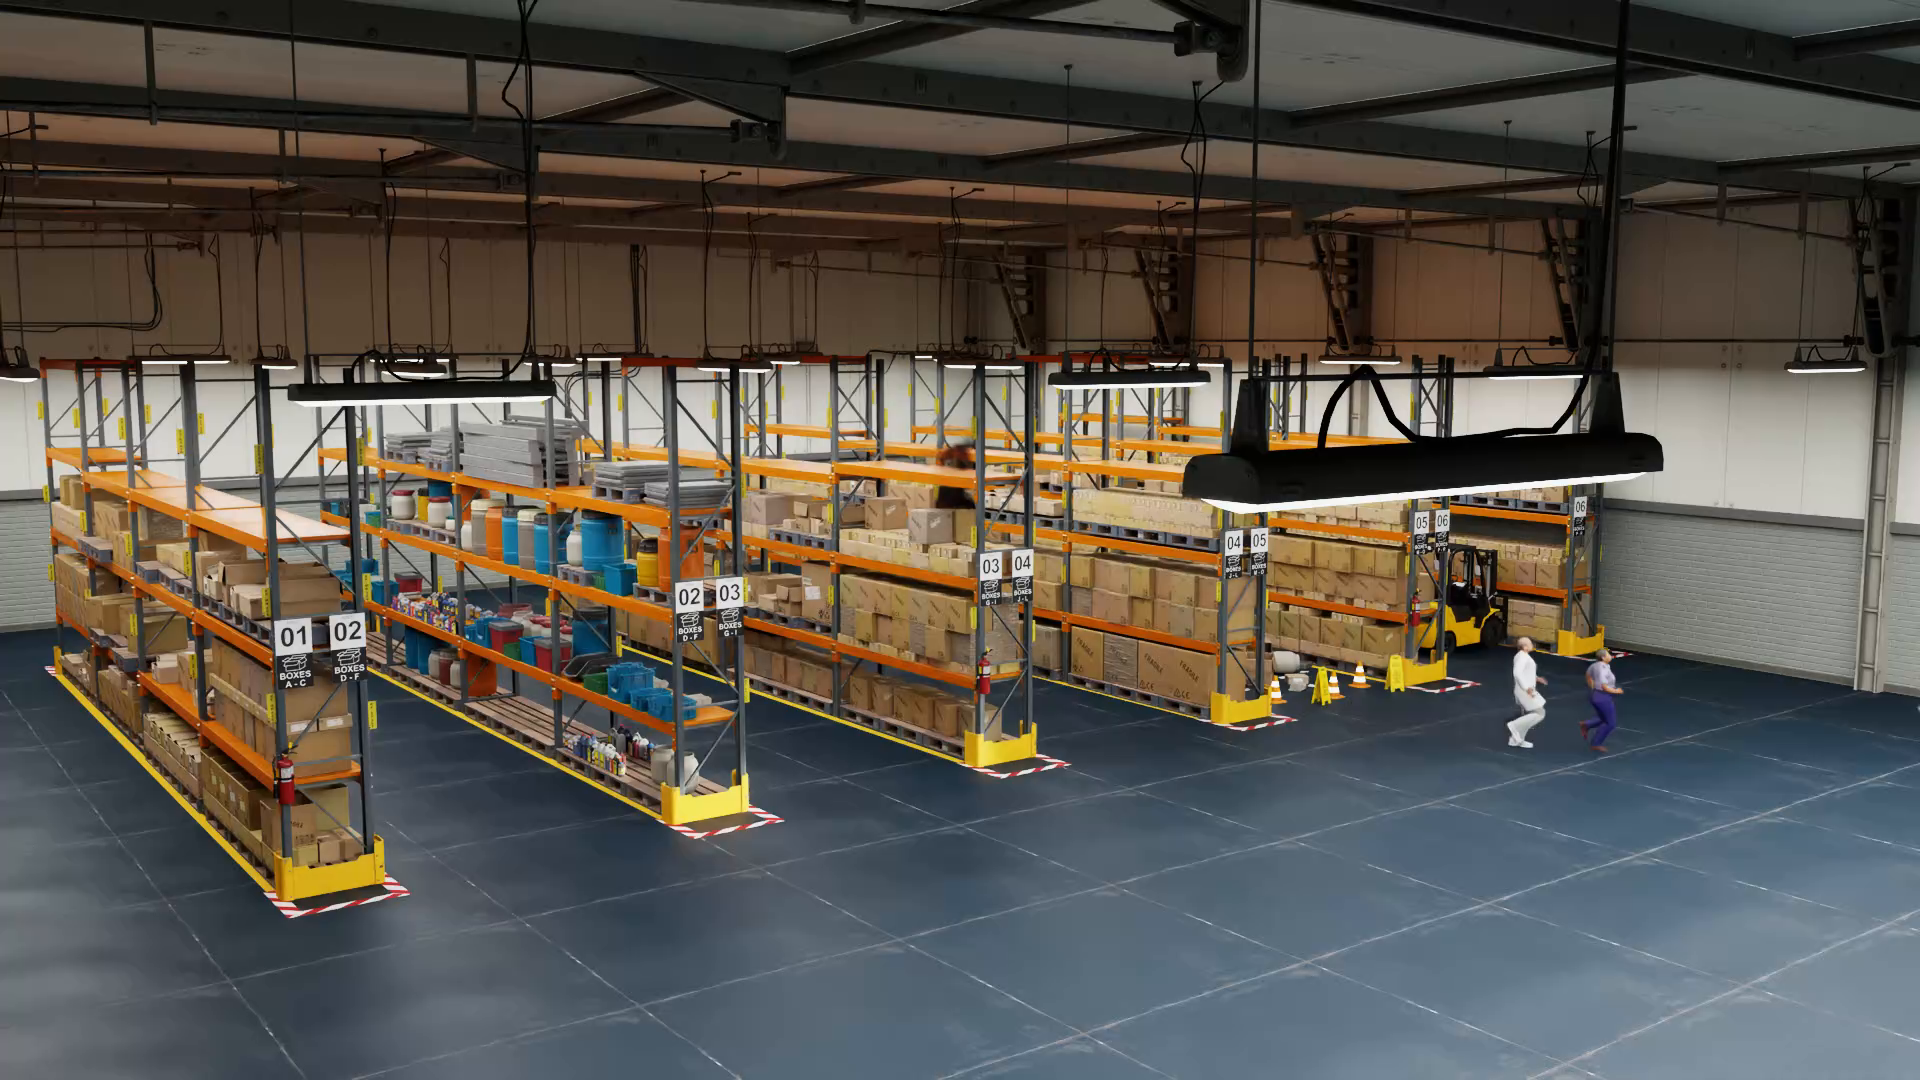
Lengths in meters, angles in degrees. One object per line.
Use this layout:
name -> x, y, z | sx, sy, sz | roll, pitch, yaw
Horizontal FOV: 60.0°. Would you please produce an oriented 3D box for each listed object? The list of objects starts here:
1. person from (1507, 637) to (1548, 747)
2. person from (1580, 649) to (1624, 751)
person -> 8.835, 2.373, 25.885 | 0.625, 1.736, 0.716 | 1, 7, 8
person -> 9.955, 2.470, 25.759 | 0.577, 1.606, 0.622 | 1, 7, 6
